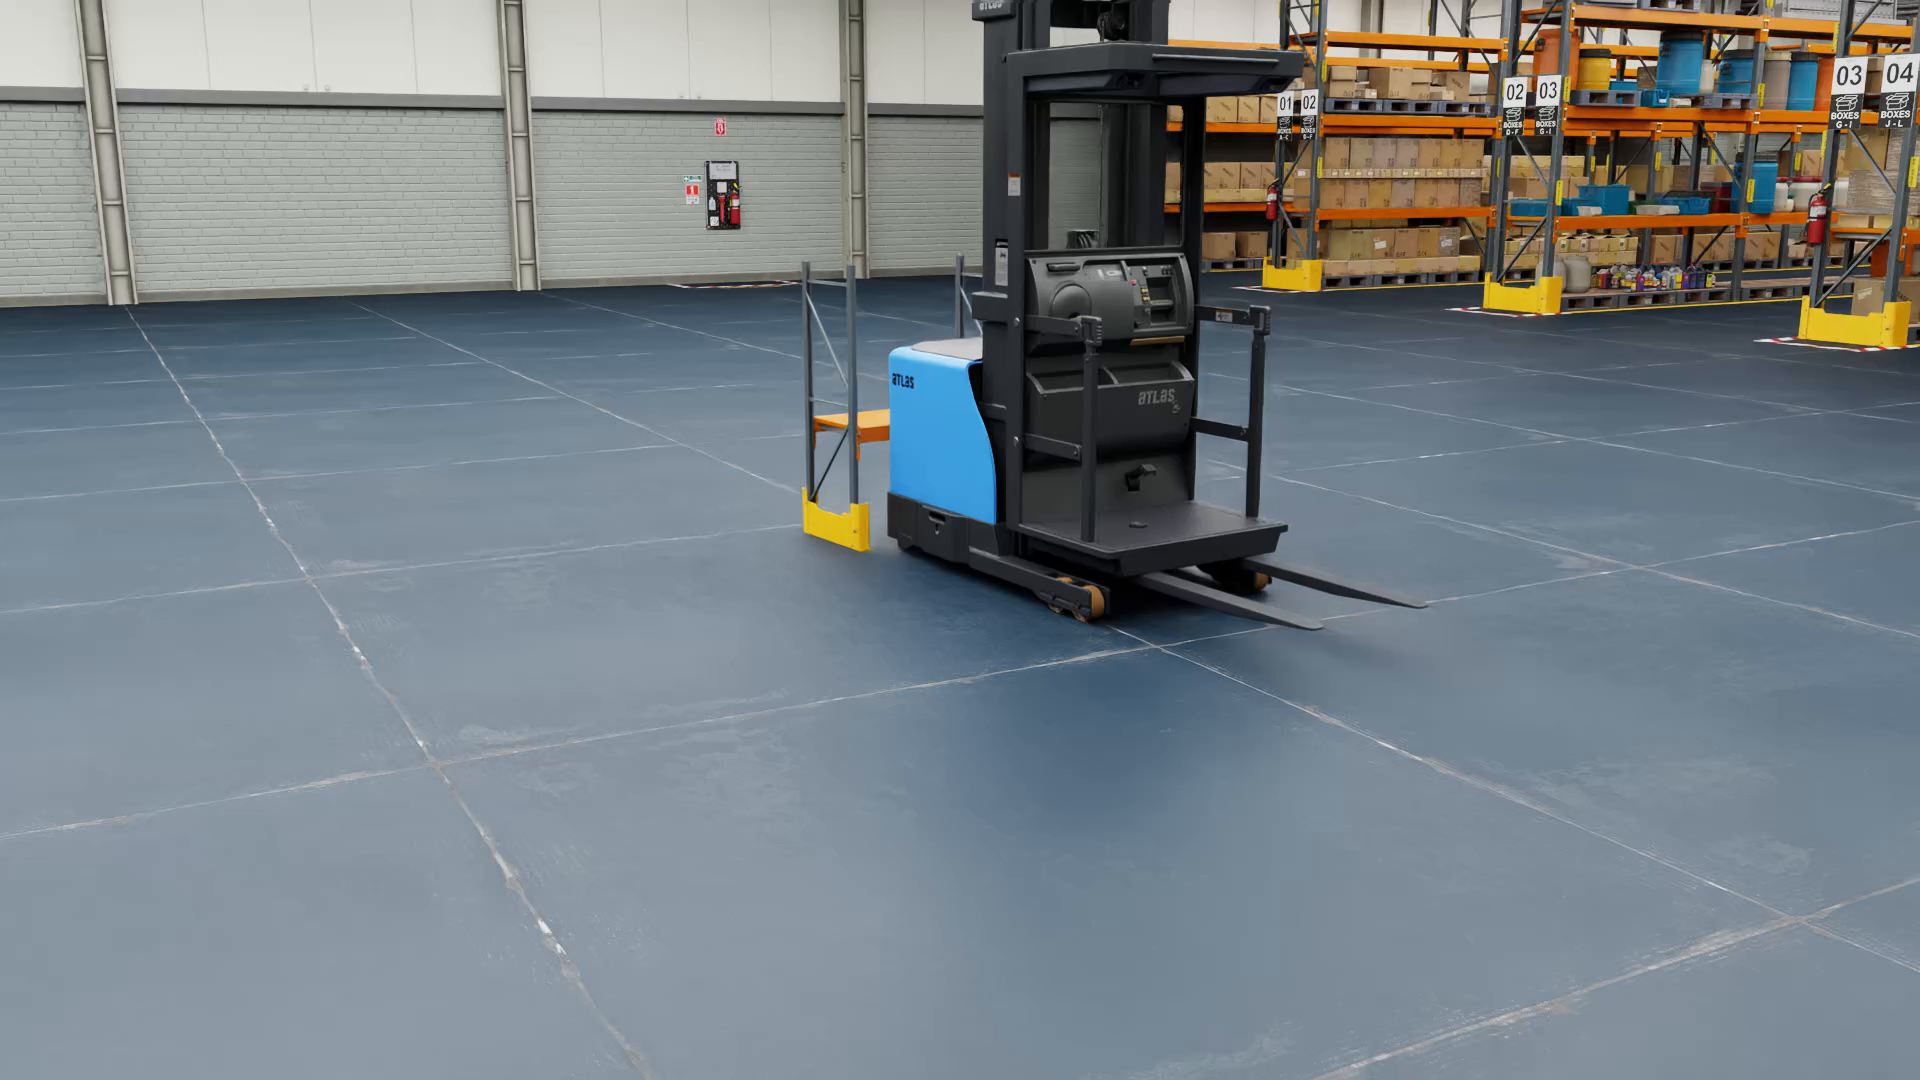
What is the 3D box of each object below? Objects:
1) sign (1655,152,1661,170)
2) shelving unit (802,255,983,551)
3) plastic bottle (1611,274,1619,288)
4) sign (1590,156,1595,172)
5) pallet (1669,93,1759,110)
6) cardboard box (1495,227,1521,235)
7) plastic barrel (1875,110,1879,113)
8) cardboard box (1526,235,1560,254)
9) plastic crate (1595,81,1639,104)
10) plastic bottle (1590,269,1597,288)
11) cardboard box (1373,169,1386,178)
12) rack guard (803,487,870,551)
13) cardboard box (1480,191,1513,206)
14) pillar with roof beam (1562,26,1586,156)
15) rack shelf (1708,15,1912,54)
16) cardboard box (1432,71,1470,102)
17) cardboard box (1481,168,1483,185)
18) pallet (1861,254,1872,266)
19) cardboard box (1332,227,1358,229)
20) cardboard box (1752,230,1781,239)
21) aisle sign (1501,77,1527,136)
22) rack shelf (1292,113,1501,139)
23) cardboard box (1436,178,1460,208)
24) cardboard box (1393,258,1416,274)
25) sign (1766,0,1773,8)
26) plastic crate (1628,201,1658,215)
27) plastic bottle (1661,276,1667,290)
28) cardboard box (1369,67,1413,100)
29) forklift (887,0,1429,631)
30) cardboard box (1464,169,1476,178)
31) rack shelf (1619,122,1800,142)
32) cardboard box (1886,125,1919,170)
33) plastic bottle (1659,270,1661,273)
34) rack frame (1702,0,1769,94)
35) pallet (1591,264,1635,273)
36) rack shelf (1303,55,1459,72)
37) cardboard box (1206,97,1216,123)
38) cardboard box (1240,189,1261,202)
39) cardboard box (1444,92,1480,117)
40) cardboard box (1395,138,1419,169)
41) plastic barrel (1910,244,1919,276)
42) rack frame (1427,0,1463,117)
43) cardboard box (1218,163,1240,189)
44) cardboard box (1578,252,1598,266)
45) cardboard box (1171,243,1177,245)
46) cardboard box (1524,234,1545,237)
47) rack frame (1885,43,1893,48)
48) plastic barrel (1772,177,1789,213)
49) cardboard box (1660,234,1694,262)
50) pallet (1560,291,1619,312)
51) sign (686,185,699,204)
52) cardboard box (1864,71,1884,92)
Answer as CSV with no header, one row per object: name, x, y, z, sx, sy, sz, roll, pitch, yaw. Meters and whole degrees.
sign,12.843,-6.967,30.600,0.005,0.325,0.100,-7,14,-28
shelving unit,-0.274,-0.795,9.225,1.083,1.500,0.587,-9,15,-35
plastic bottle,9.757,-3.853,24.771,0.097,0.201,0.097,0,13,0
sign,13.977,-8.307,36.732,0.005,0.325,0.100,-7,14,-28
pallet,10.847,-6.410,24.358,1.003,0.211,1.213,-7,14,-28
cardboard box,11.678,-6.763,36.266,0.750,0.750,0.750,-7,14,-28
plastic barrel,14.752,-6.906,26.486,0.294,0.245,0.294,0,13,0
cardboard box,10.441,-5.327,29.977,0.500,0.311,0.500,-7,15,-30
plastic crate,9.452,-6.427,24.039,0.575,0.384,0.392,-7,14,-28
plastic bottle,9.418,-3.896,24.772,0.133,0.283,0.061,-6,14,-26
cardboard box,6.905,-6.141,27.862,0.250,0.149,0.380,-7,15,-30
rack guard,-0.680,-0.122,9.080,0.087,0.250,0.587,-9,15,-35
cardboard box,9.474,-6.075,29.615,0.500,0.250,0.500,-6,14,-24
pillar with roof beam,15.971,-10.222,34.033,0.400,9.000,9.100,-7,14,-28
rack shelf,13.189,-7.725,25.486,4.000,0.370,1.077,-7,14,-28
cardboard box,8.495,-7.872,28.919,0.500,0.500,0.500,-6,14,-23
cardboard box,10.746,-7.669,35.403,0.500,0.500,0.500,-6,14,-26
pallet,18.830,-5.898,34.837,1.213,0.211,1.003,-7,14,-28
cardboard box,6.751,-5.119,28.620,0.500,0.500,0.500,-7,14,-28
cardboard box,16.449,-6.040,33.806,0.500,0.500,0.500,-7,14,-28
aisle sign,7.717,-6.031,23.153,0.004,0.787,0.394,-7,14,-28
rack shelf,7.308,-6.990,28.145,4.000,0.370,1.077,-7,14,-28
cardboard box,8.217,-6.033,28.855,0.500,0.500,0.700,-7,14,-28
cardboard box,7.447,-4.702,28.477,0.500,0.250,0.500,-7,14,-28
sign,11.687,-7.851,23.975,0.005,0.325,0.100,-7,14,-28
plastic crate,10.107,-4.942,24.718,0.662,0.188,0.450,-7,14,-28
plastic bottle,10.319,-3.771,24.406,0.097,0.201,0.097,0,13,0
cardboard box,7.141,-7.575,27.601,0.500,0.500,0.500,-7,14,-28
forklift,0.839,-1.180,7.676,1.130,2.935,3.031,-8,15,-32
cardboard box,8.709,-6.358,28.824,0.250,0.149,0.380,-7,15,-29
rack shelf,14.330,-7.832,31.885,4.000,0.370,1.077,-7,14,-28
cardboard box,10.909,-4.445,18.846,0.500,0.500,0.500,-7,14,-28
plastic bottle,10.358,-3.849,24.567,0.133,0.283,0.061,-7,14,-28
rack frame,11.433,-8.060,24.429,0.127,3.000,1.000,-7,14,-28
pallet,11.833,-5.070,31.155,1.213,0.211,1.003,-7,14,-28
rack shelf,8.442,-9.634,33.970,4.000,0.370,1.077,-7,14,-28
cardboard box,4.531,-8.236,31.767,0.500,0.500,0.500,-6,14,-25
cardboard box,5.540,-6.764,32.630,0.500,0.250,0.500,-7,14,-28
cardboard box,10.587,-9.251,35.324,0.500,0.500,0.700,-8,15,-32
cardboard box,7.355,-6.564,28.261,0.500,0.500,0.700,-7,14,-28
plastic barrel,15.818,-4.677,27.768,0.421,0.512,0.421,0,13,0
rack frame,10.197,-10.390,34.782,0.127,3.000,1.000,-7,14,-28
cardboard box,5.081,-7.076,32.309,0.500,0.500,0.500,-6,14,-26
cardboard box,11.336,-5.163,30.525,0.500,0.250,0.500,-6,14,-27
cardboard box,4.326,-5.640,32.461,0.500,0.311,0.500,-6,14,-23
cardboard box,10.617,-5.483,30.671,0.500,0.311,0.500,-7,14,-29
rack frame,19.596,-10.278,34.281,0.127,3.000,1.000,-7,14,-28
plastic barrel,12.378,-5.258,25.332,0.433,0.535,0.433,0,13,0
cardboard box,13.567,-5.553,31.644,0.500,0.500,0.500,-7,15,-30
pallet,8.682,-3.454,23.975,1.213,0.211,1.003,-7,14,-28
sign,-4.613,-5.957,28.668,0.234,0.329,0.001,-7,14,-28
cardboard box,10.597,-5.248,19.106,0.500,0.250,0.500,-6,14,-27
